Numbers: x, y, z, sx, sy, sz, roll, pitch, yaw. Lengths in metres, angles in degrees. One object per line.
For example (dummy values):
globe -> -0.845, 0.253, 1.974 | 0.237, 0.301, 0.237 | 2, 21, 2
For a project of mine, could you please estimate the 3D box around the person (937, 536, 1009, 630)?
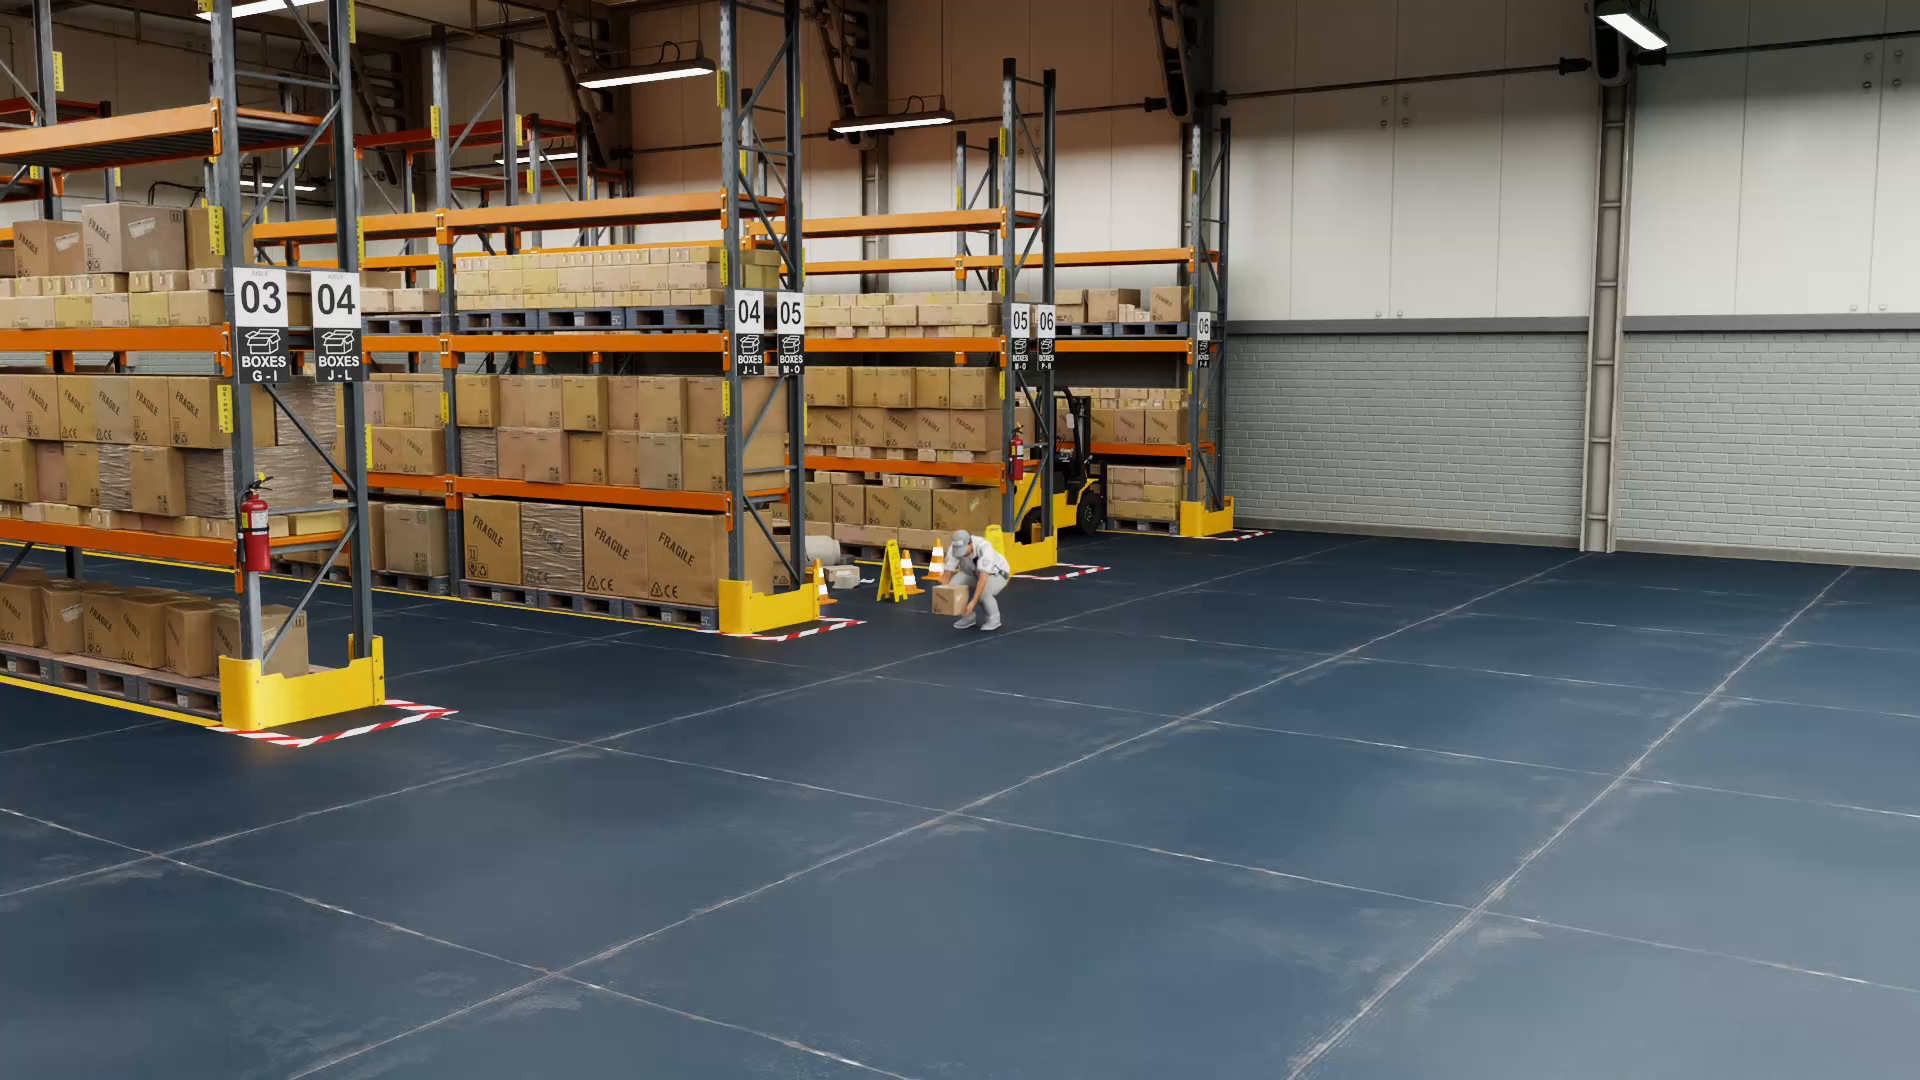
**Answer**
person -> 0.126, 0.394, 15.821 | 0.516, 0.932, 0.856 | 4, 8, 33
